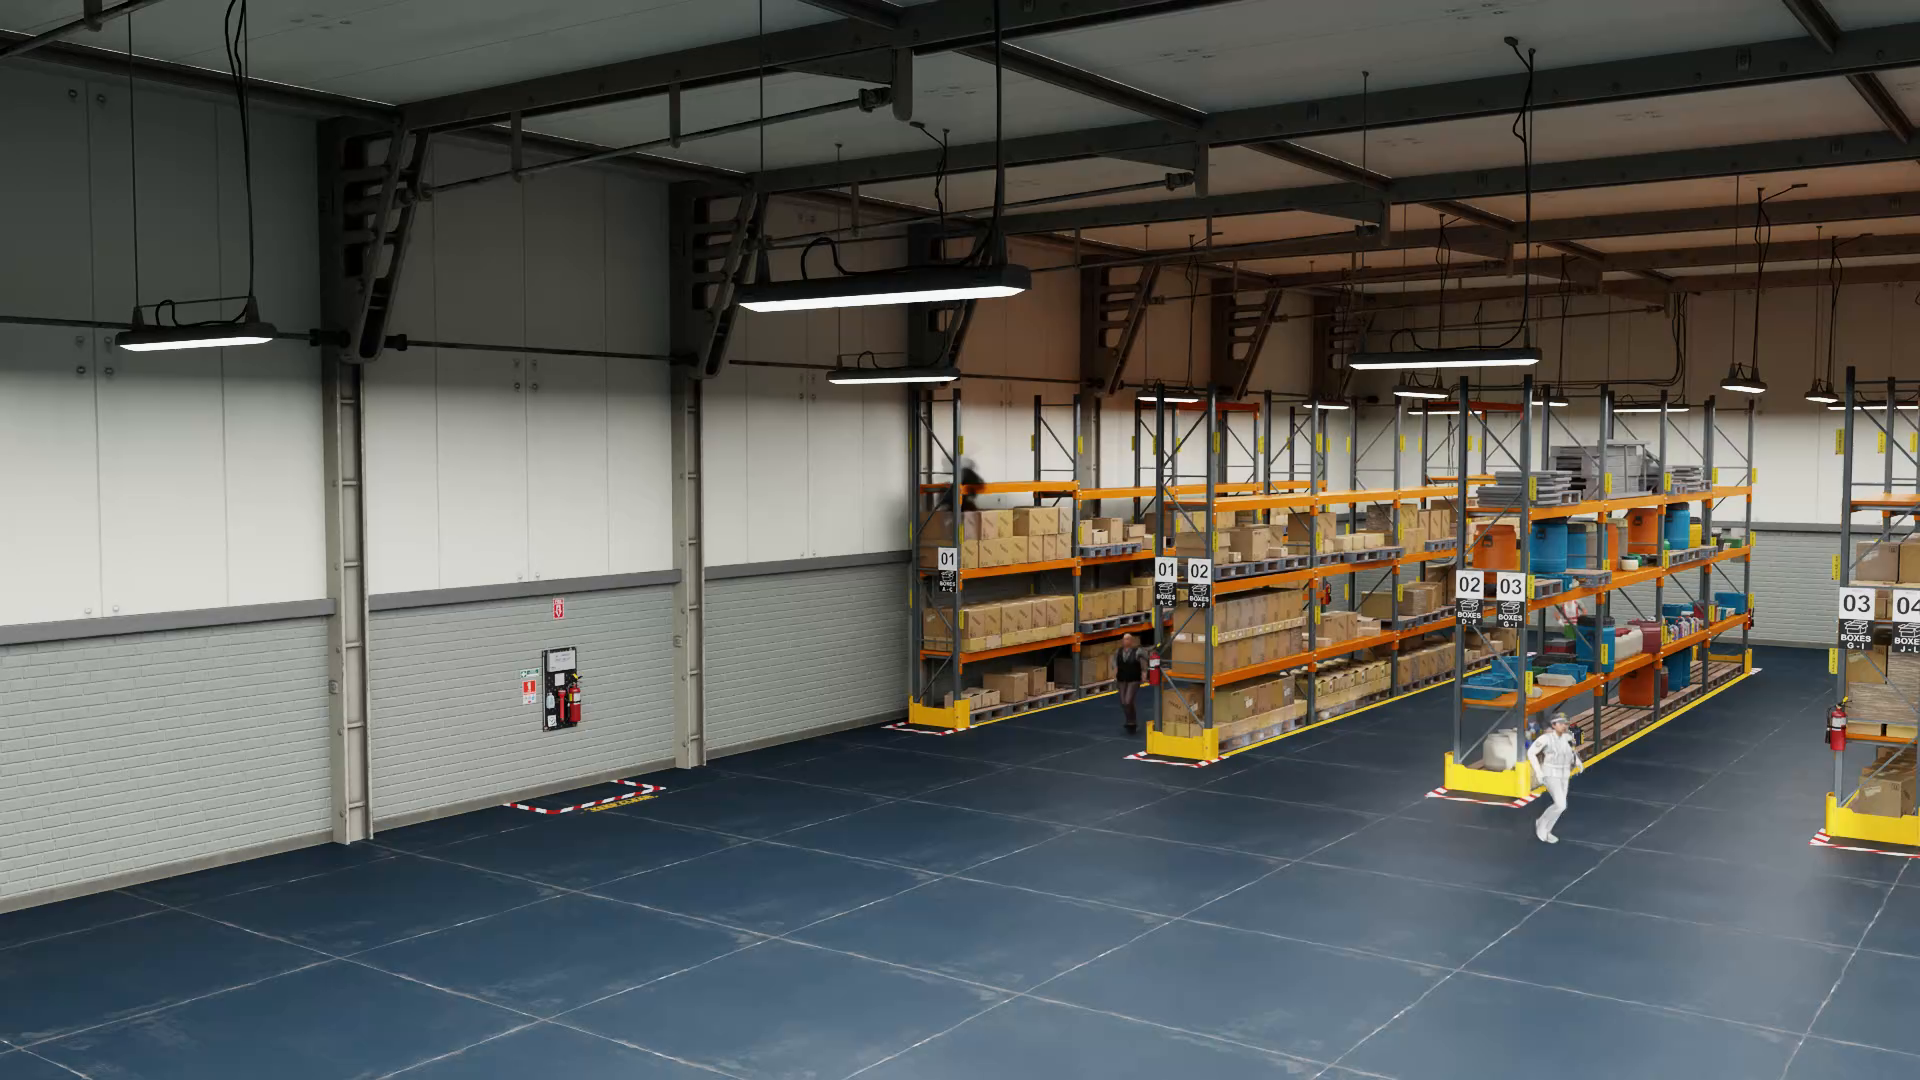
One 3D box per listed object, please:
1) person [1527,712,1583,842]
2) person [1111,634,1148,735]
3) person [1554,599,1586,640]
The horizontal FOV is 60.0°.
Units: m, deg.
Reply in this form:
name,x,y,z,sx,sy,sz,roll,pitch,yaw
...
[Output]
name,x,y,z,sx,sy,sz,roll,pitch,yaw
person,7.508,2.978,20.842,0.620,1.665,0.586,-1,4,-23
person,2.932,2.514,28.883,0.671,1.783,0.733,2,4,32
person,14.036,1.959,38.259,0.698,1.720,0.537,1,3,20
